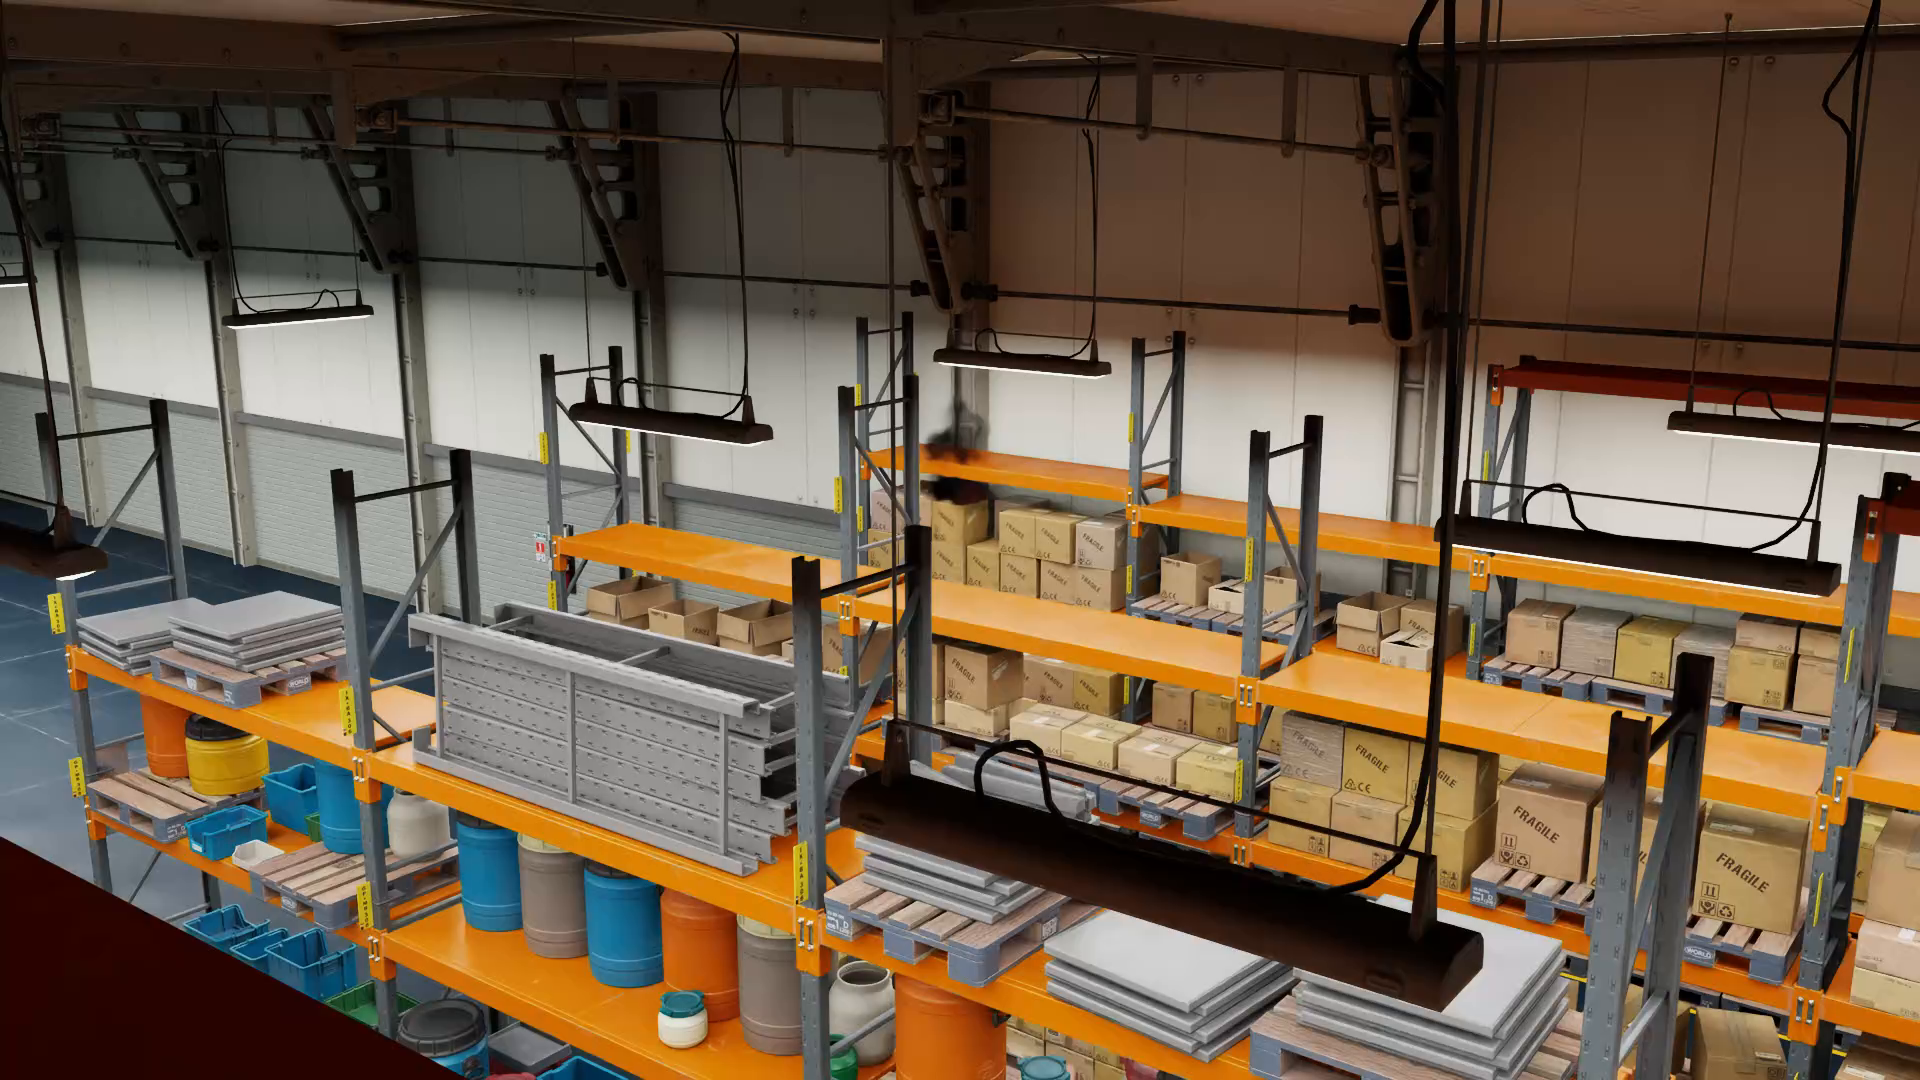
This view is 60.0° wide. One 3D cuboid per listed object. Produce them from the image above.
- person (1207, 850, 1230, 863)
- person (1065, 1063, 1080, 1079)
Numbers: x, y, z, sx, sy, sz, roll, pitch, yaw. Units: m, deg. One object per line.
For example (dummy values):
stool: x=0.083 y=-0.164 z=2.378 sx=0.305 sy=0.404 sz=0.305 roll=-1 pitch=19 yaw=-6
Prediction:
person: x=2.439 y=3.611 z=15.841 sx=0.891 sy=1.685 sz=0.586 roll=8 pitch=15 yaw=32
person: x=0.711 y=4.557 z=11.905 sx=0.707 sy=1.742 sz=0.661 roll=8 pitch=15 yaw=32
